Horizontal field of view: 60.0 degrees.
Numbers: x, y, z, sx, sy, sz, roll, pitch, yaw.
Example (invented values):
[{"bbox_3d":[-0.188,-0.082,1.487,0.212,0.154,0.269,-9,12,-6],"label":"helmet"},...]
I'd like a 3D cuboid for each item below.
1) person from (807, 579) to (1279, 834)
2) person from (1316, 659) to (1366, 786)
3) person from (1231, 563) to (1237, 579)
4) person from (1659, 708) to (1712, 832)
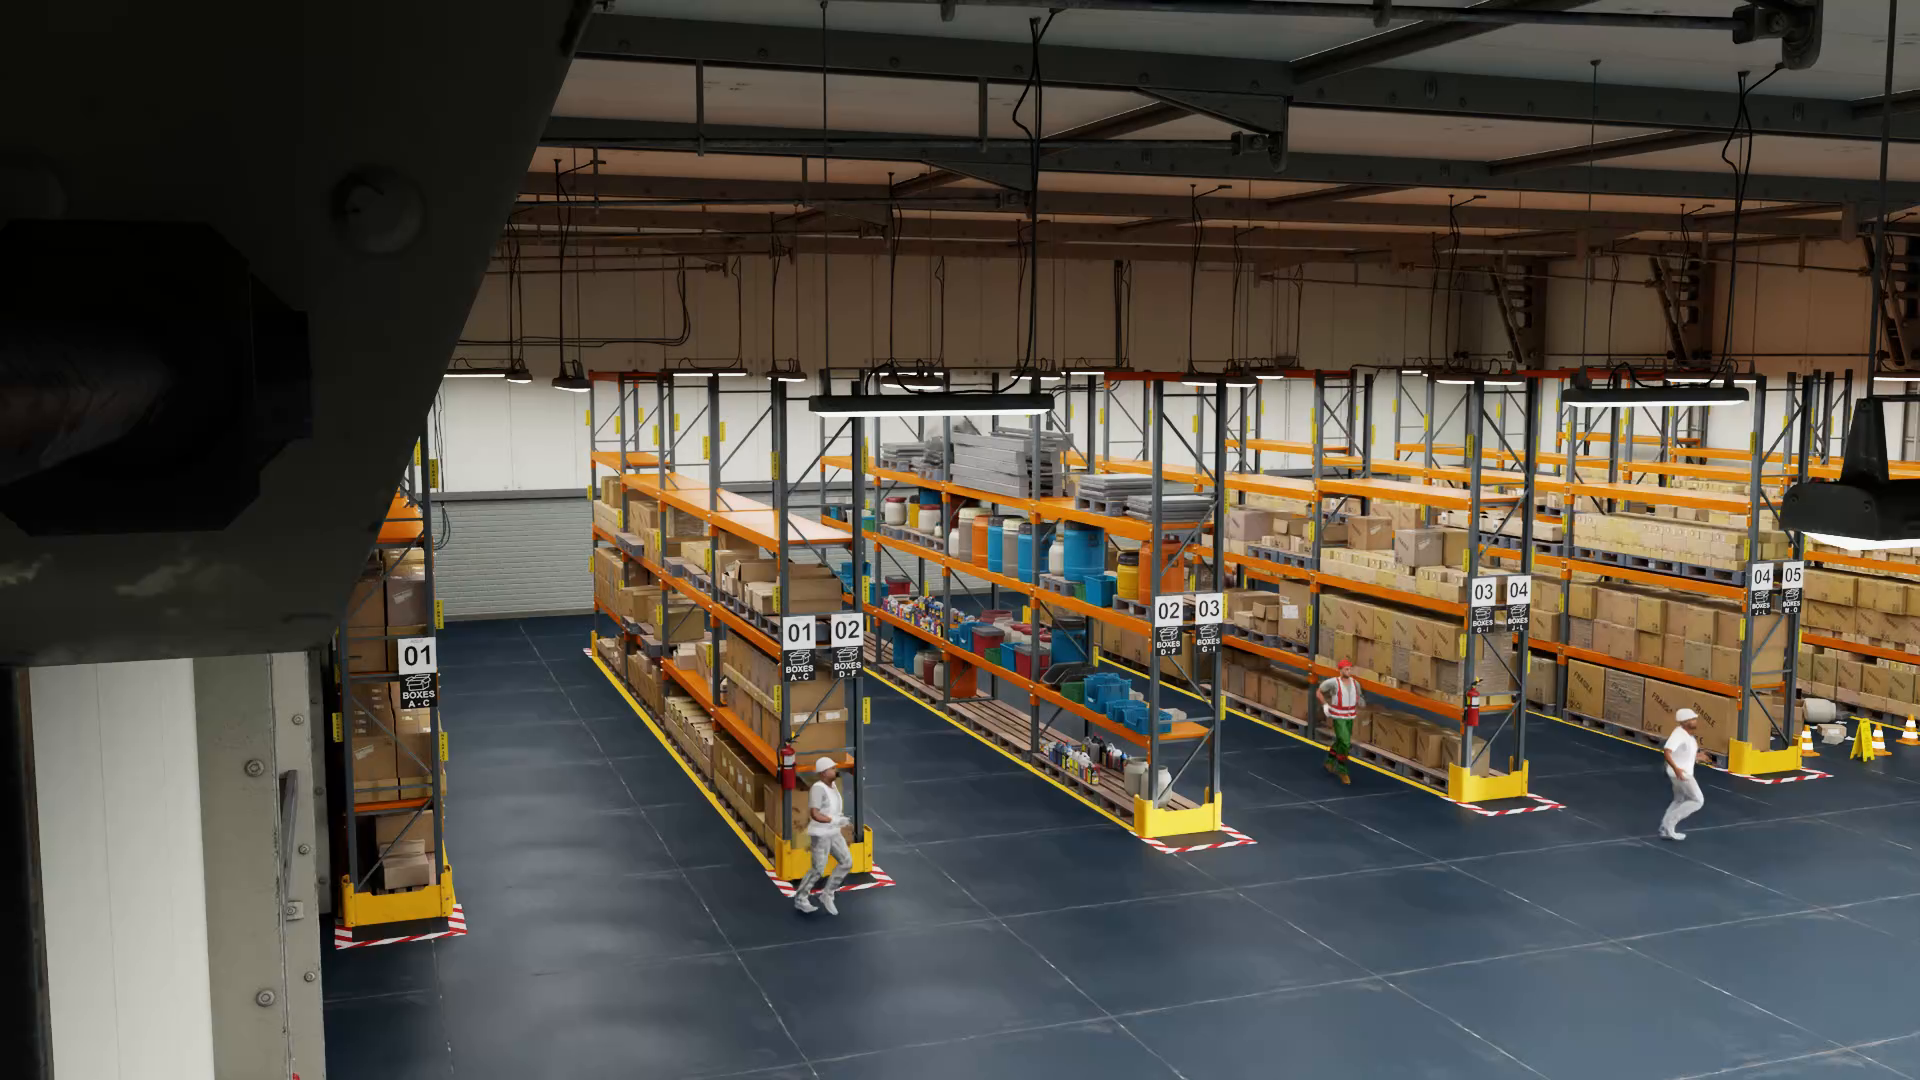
[{"bbox_3d":[6.117,1.767,33.053,8.439,1.782,32.629,2,7,19],"label":"person"},{"bbox_3d":[5.692,2.684,24.761,0.634,1.849,0.804,-3,7,-27],"label":"person"},{"bbox_3d":[6.083,1.358,36.871,0.681,1.756,0.702,-1,6,-10],"label":"person"},{"bbox_3d":[9.478,3.016,21.689,0.600,1.667,0.677,2,7,21],"label":"person"}]
